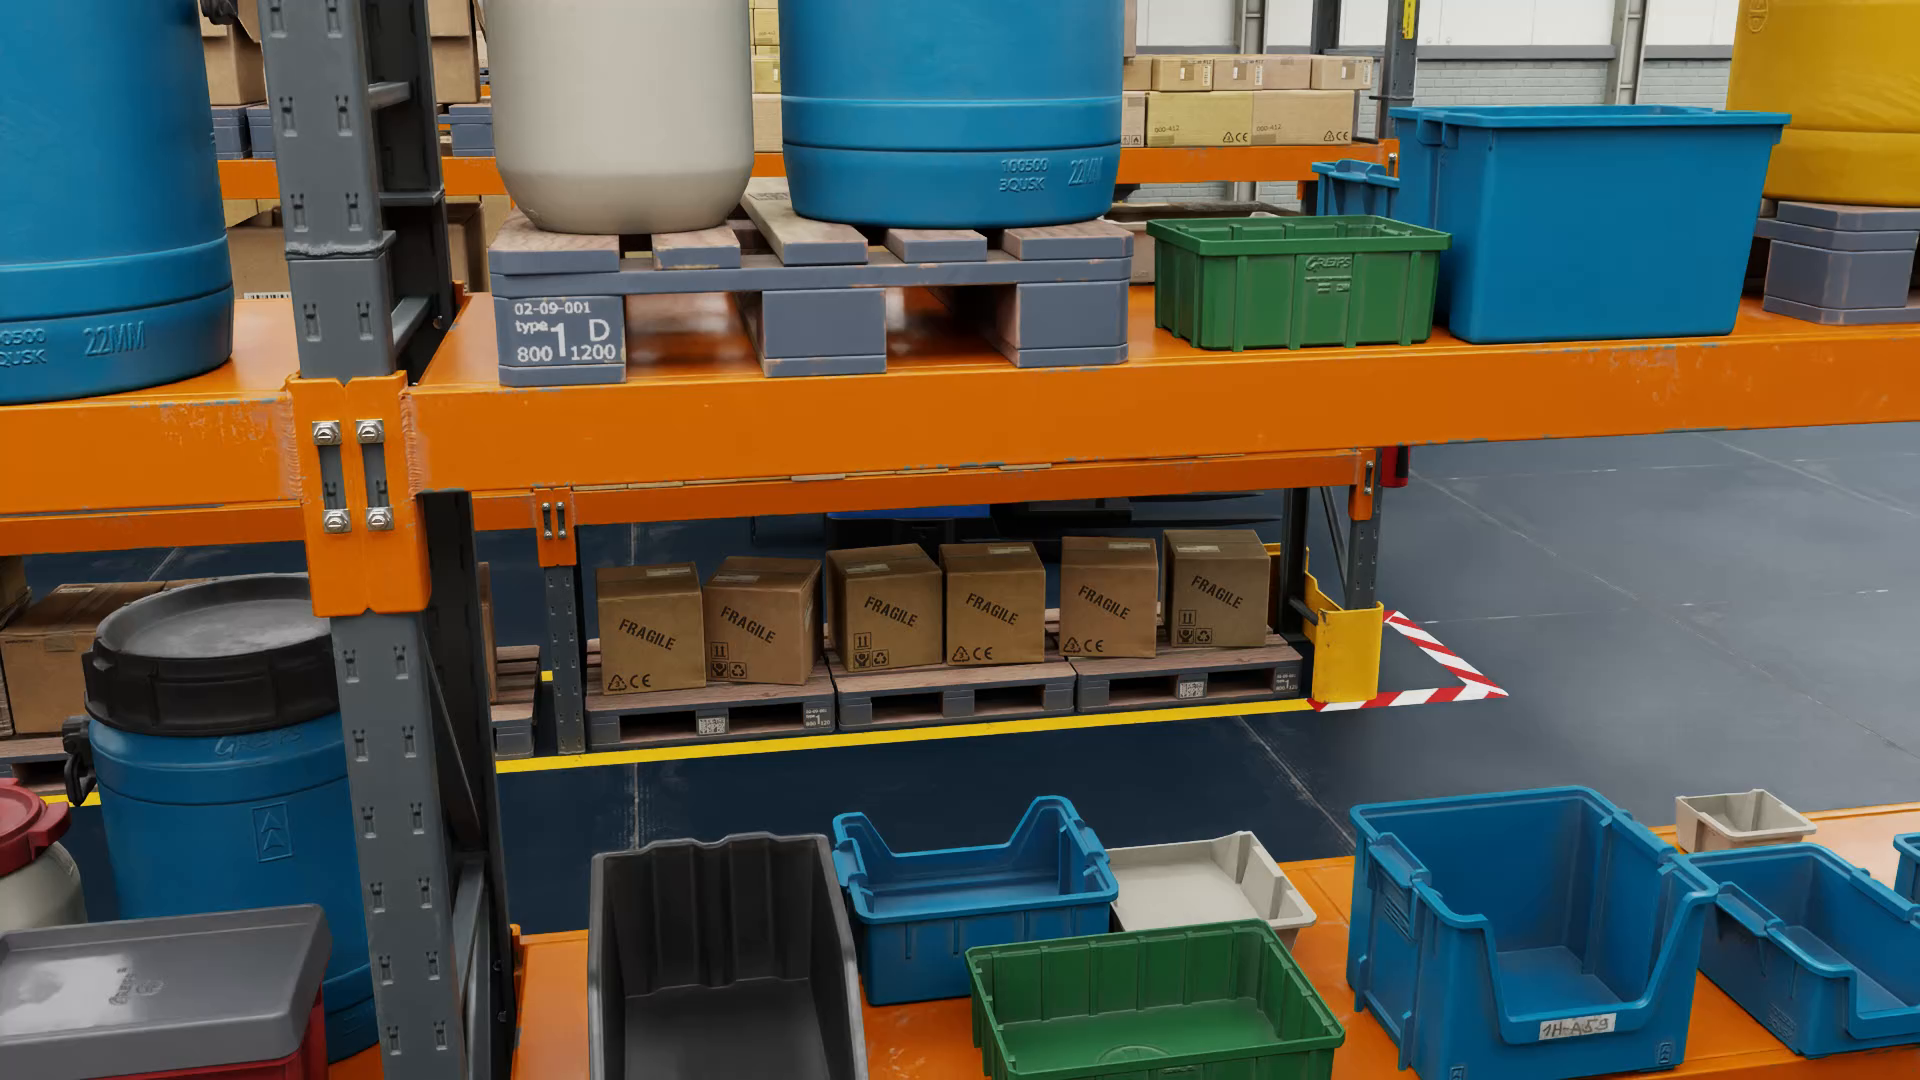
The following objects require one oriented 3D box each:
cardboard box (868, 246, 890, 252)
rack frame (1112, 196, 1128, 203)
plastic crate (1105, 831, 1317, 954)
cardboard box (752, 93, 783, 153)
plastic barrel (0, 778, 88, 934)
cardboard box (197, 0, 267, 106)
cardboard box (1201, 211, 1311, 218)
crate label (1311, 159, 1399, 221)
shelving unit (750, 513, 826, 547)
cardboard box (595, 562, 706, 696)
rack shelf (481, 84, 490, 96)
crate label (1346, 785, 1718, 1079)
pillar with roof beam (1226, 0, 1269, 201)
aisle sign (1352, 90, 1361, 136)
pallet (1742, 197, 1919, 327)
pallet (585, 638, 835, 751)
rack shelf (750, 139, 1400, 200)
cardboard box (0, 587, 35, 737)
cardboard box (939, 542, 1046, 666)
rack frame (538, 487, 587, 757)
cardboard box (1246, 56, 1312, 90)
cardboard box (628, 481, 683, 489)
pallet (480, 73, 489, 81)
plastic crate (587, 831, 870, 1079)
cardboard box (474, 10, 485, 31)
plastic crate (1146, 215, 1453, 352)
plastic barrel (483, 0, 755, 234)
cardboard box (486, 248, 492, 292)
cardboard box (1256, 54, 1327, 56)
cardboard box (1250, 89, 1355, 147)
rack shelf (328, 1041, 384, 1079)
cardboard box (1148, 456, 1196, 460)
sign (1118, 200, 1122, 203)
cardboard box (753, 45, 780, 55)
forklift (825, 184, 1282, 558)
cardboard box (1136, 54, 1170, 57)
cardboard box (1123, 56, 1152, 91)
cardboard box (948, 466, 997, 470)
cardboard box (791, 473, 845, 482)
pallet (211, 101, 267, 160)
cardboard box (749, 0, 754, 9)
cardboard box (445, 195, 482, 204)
[{"bbox_3d":[-0.480,-1.223,7.804,0.500,0.500,0.500,-3,17,-10],"label":"cardboard box"},{"bbox_3d":[1.134,-2.205,13.383,0.127,3.000,1.000,-3,17,-10],"label":"rack frame"},{"bbox_3d":[0.534,0.843,3.906,0.437,0.136,0.530,-3,17,-10],"label":"plastic crate"},{"bbox_3d":[-0.943,-1.891,7.508,0.500,0.250,0.500,-3,17,-11],"label":"cardboard box"},{"bbox_3d":[-1.993,0.806,3.348,0.433,0.535,0.433,0,17,0],"label":"plastic barrel"},{"bbox_3d":[-3.357,-2.181,7.303,0.637,0.503,0.797,-3,17,-8],"label":"cardboard box"},{"bbox_3d":[1.483,-1.336,8.173,0.500,0.500,0.500,-3,17,-10],"label":"cardboard box"},{"bbox_3d":[1.015,-0.696,3.613,0.408,0.251,0.502,-3,17,-10],"label":"crate label"},{"bbox_3d":[-1.157,-0.563,11.101,0.503,1.200,0.258,-1,17,-2],"label":"shelving unit"},{"bbox_3d":[-1.551,0.436,8.324,0.500,0.500,0.500,-4,17,-12],"label":"cardboard box"},{"bbox_3d":[-5.795,-4.382,16.588,4.000,0.370,1.077,-3,17,-10],"label":"rack shelf"},{"bbox_3d":[1.160,0.822,3.468,0.616,0.435,0.502,-3,17,-10],"label":"crate label"},{"bbox_3d":[5.004,-7.239,19.555,0.400,9.000,9.100,-3,17,-10],"label":"pillar with roof beam"},{"bbox_3d":[1.980,-2.102,8.621,0.004,0.787,0.394,-3,17,-10],"label":"aisle sign"},{"bbox_3d":[2.085,-0.668,3.590,1.213,0.211,1.003,-3,17,-10],"label":"pallet"},{"bbox_3d":[-1.299,0.738,8.548,1.213,0.211,1.003,-3,17,-10],"label":"pallet"},{"bbox_3d":[0.012,-1.748,8.012,4.000,0.370,1.077,-3,17,-10],"label":"rack shelf"},{"bbox_3d":[-4.683,0.583,7.814,0.500,0.500,0.700,-5,18,-15],"label":"cardboard box"},{"bbox_3d":[0.161,0.327,8.681,0.500,0.500,0.500,-2,17,-5],"label":"cardboard box"},{"bbox_3d":[-1.951,-0.547,7.984,0.127,3.000,1.000,-3,17,-10],"label":"rack frame"},{"bbox_3d":[1.485,-2.237,7.952,0.250,0.149,0.380,-4,17,-12],"label":"cardboard box"},{"bbox_3d":[-1.435,-0.362,7.811,0.250,0.149,0.380,-3,17,-10],"label":"cardboard box"},{"bbox_3d":[-3.684,-3.260,12.033,1.217,0.209,0.805,-4,18,-13],"label":"pallet"},{"bbox_3d":[-0.474,0.918,3.320,0.504,0.338,0.767,-3,17,-10],"label":"plastic crate"},{"bbox_3d":[-4.969,-5.258,16.902,0.500,0.250,0.500,-4,17,-12],"label":"cardboard box"},{"bbox_3d":[0.589,-0.461,2.957,0.450,0.188,0.336,-3,17,-10],"label":"plastic crate"},{"bbox_3d":[-0.552,-0.775,2.711,0.421,0.512,0.421,0,17,0],"label":"plastic barrel"},{"bbox_3d":[-3.255,-1.924,12.297,0.500,0.500,0.500,-3,17,-11],"label":"cardboard box"},{"bbox_3d":[1.662,-2.374,8.400,0.250,0.149,0.380,-3,17,-11],"label":"cardboard box"},{"bbox_3d":[1.551,-2.032,7.965,0.500,0.250,0.500,-3,17,-9],"label":"cardboard box"},{"bbox_3d":[-2.976,1.336,3.078,4.000,0.370,1.077,-3,17,-10],"label":"rack shelf"},{"bbox_3d":[1.006,-0.522,8.332,0.250,0.149,0.380,-3,17,-10],"label":"cardboard box"},{"bbox_3d":[1.223,-2.715,12.666,0.005,0.325,0.100,-3,17,-10],"label":"sign"},{"bbox_3d":[-1.373,-3.524,12.111,0.250,0.149,0.380,-4,17,-11],"label":"cardboard box"},{"bbox_3d":[0.622,-1.409,10.907,3.031,2.935,1.130,-1,17,-2],"label":"forklift"},{"bbox_3d":[0.883,-2.343,8.299,0.250,0.149,0.380,-3,17,-8],"label":"cardboard box"},{"bbox_3d":[0.728,-2.191,7.804,0.250,0.149,0.380,-3,17,-10],"label":"cardboard box"},{"bbox_3d":[0.024,-0.467,8.150,0.250,0.149,0.380,-3,17,-10],"label":"cardboard box"},{"bbox_3d":[-0.698,-0.403,7.943,0.250,0.149,0.380,-3,17,-10],"label":"cardboard box"},{"bbox_3d":[-3.596,-1.829,7.368,1.003,0.211,1.213,-3,17,-10],"label":"pallet"},{"bbox_3d":[-1.623,-3.891,11.947,0.250,0.149,0.380,-4,17,-11],"label":"cardboard box"},{"bbox_3d":[-3.784,-2.450,12.305,0.500,0.500,0.700,-4,17,-11],"label":"cardboard box"}]
